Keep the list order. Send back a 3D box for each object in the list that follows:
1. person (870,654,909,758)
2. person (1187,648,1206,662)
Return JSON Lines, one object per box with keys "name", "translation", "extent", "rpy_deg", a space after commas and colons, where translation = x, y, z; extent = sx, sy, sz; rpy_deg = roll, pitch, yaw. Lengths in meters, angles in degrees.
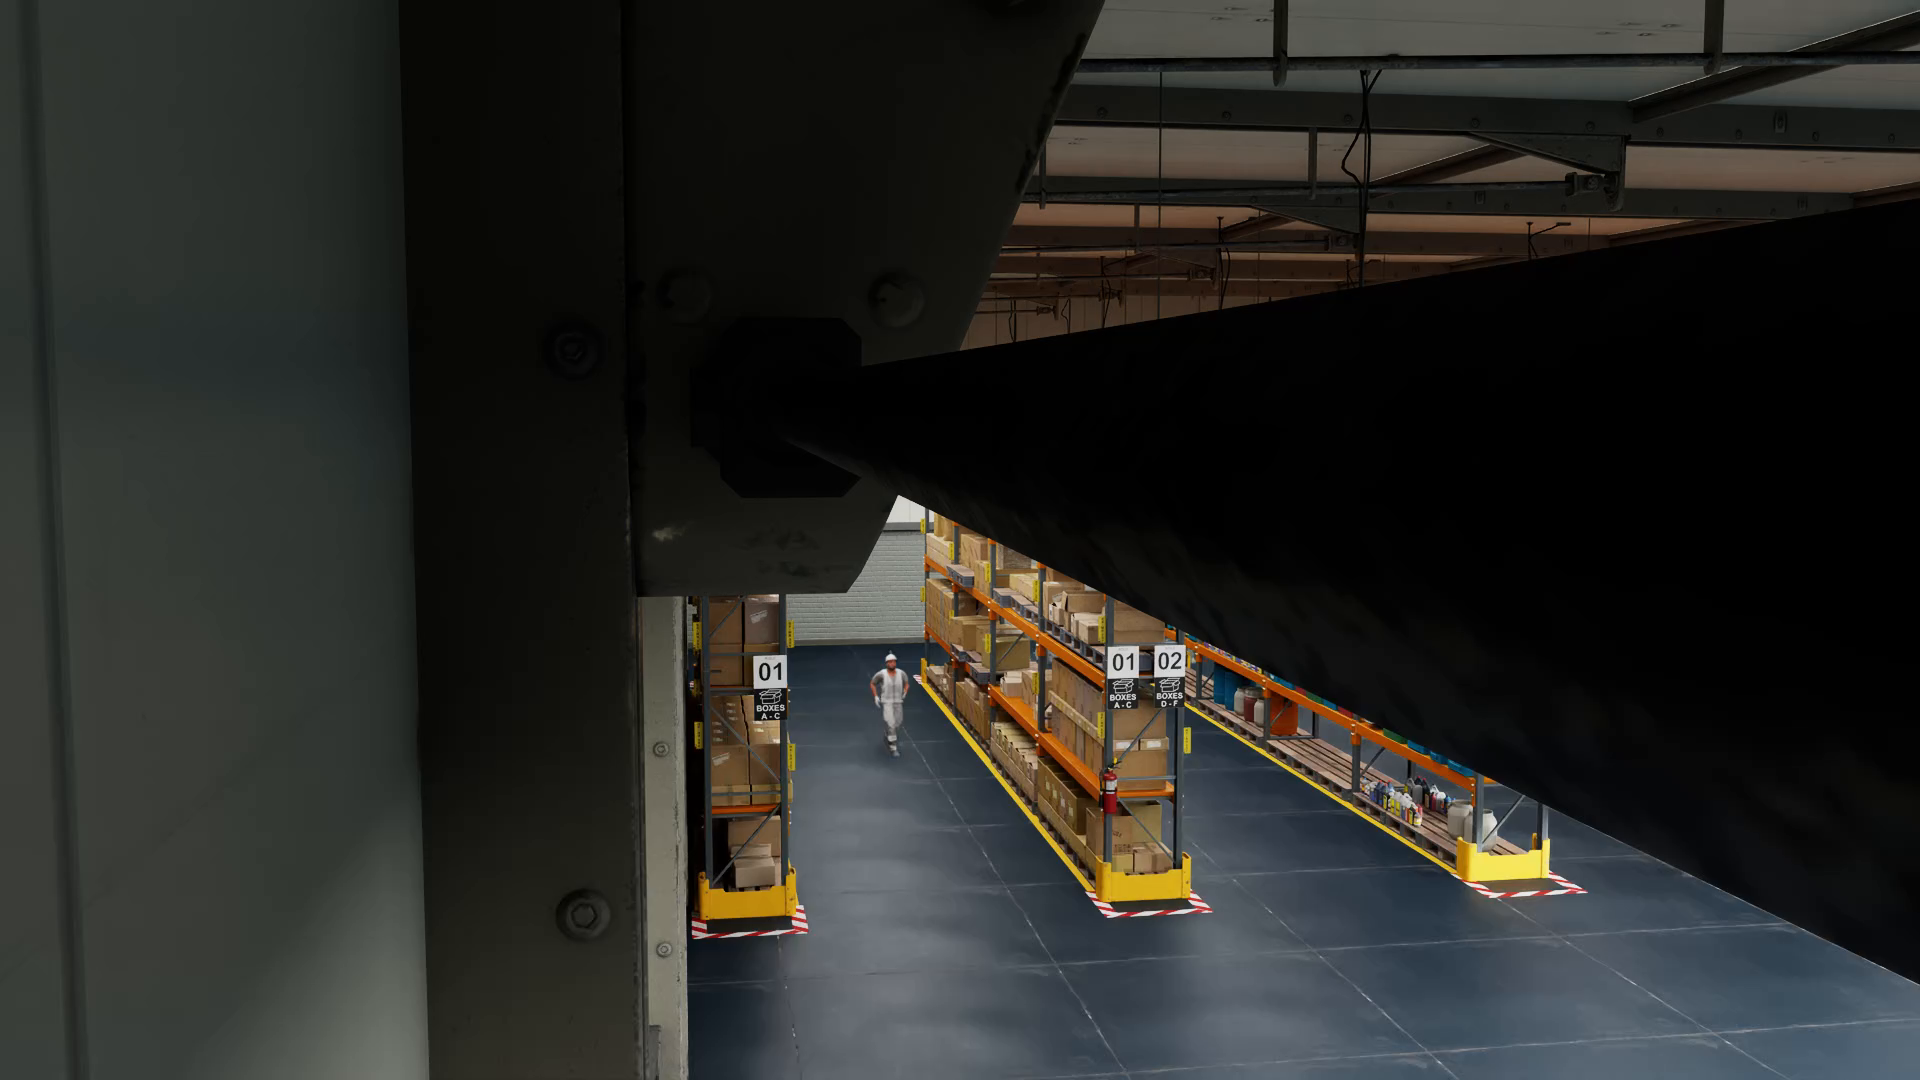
{"name": "person", "translation": [-1.215, 2.888, 29.298], "extent": [0.697, 1.785, 0.814], "rpy_deg": [-2, 5, -21]}
{"name": "person", "translation": [5.669, 2.004, 39.149], "extent": [0.880, 1.762, 0.753], "rpy_deg": [0, 5, -5]}
